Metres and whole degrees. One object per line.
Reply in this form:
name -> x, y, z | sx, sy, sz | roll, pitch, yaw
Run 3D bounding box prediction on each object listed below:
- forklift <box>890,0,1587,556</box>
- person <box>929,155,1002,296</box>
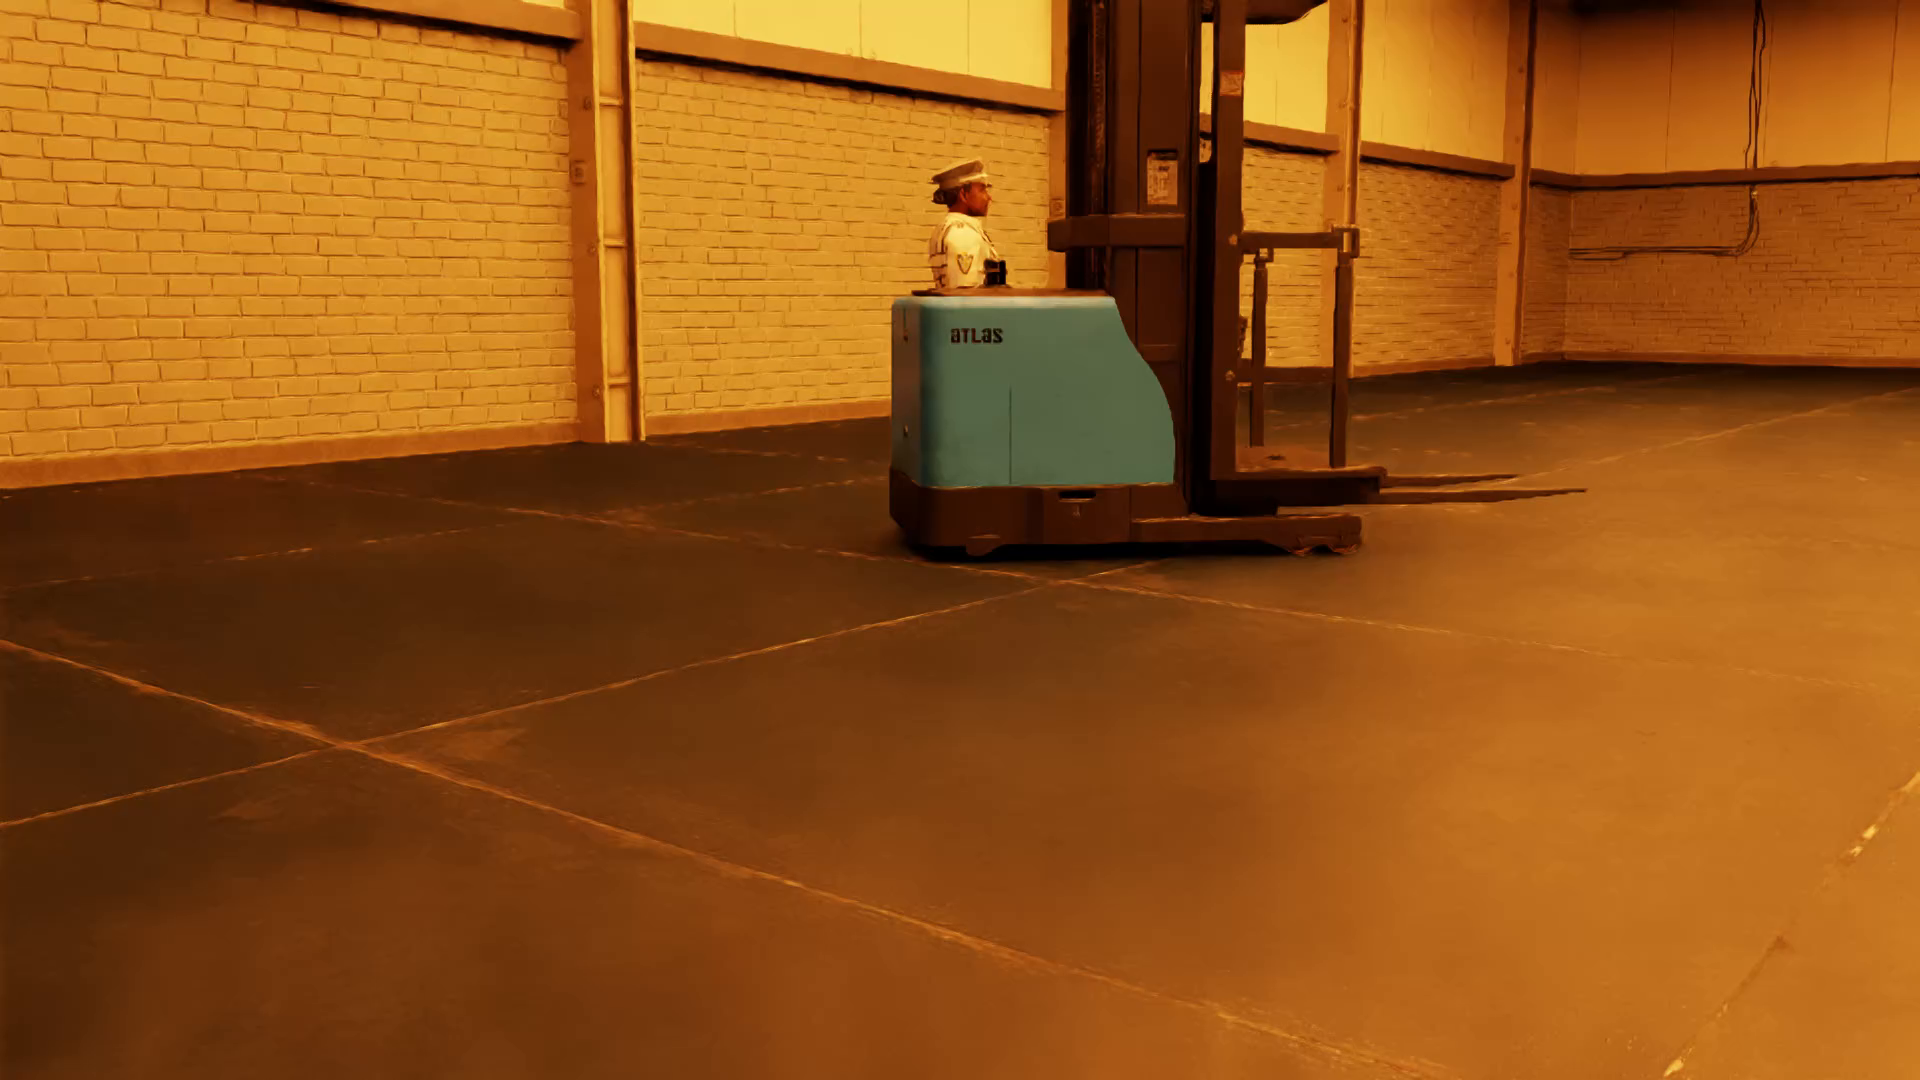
forklift -> 1.244, -1.464, 7.285 | 3.031, 2.935, 1.130 | -1, 8, -10
person -> 0.115, -0.833, 7.320 | 0.563, 1.680, 0.475 | -1, 8, -8
